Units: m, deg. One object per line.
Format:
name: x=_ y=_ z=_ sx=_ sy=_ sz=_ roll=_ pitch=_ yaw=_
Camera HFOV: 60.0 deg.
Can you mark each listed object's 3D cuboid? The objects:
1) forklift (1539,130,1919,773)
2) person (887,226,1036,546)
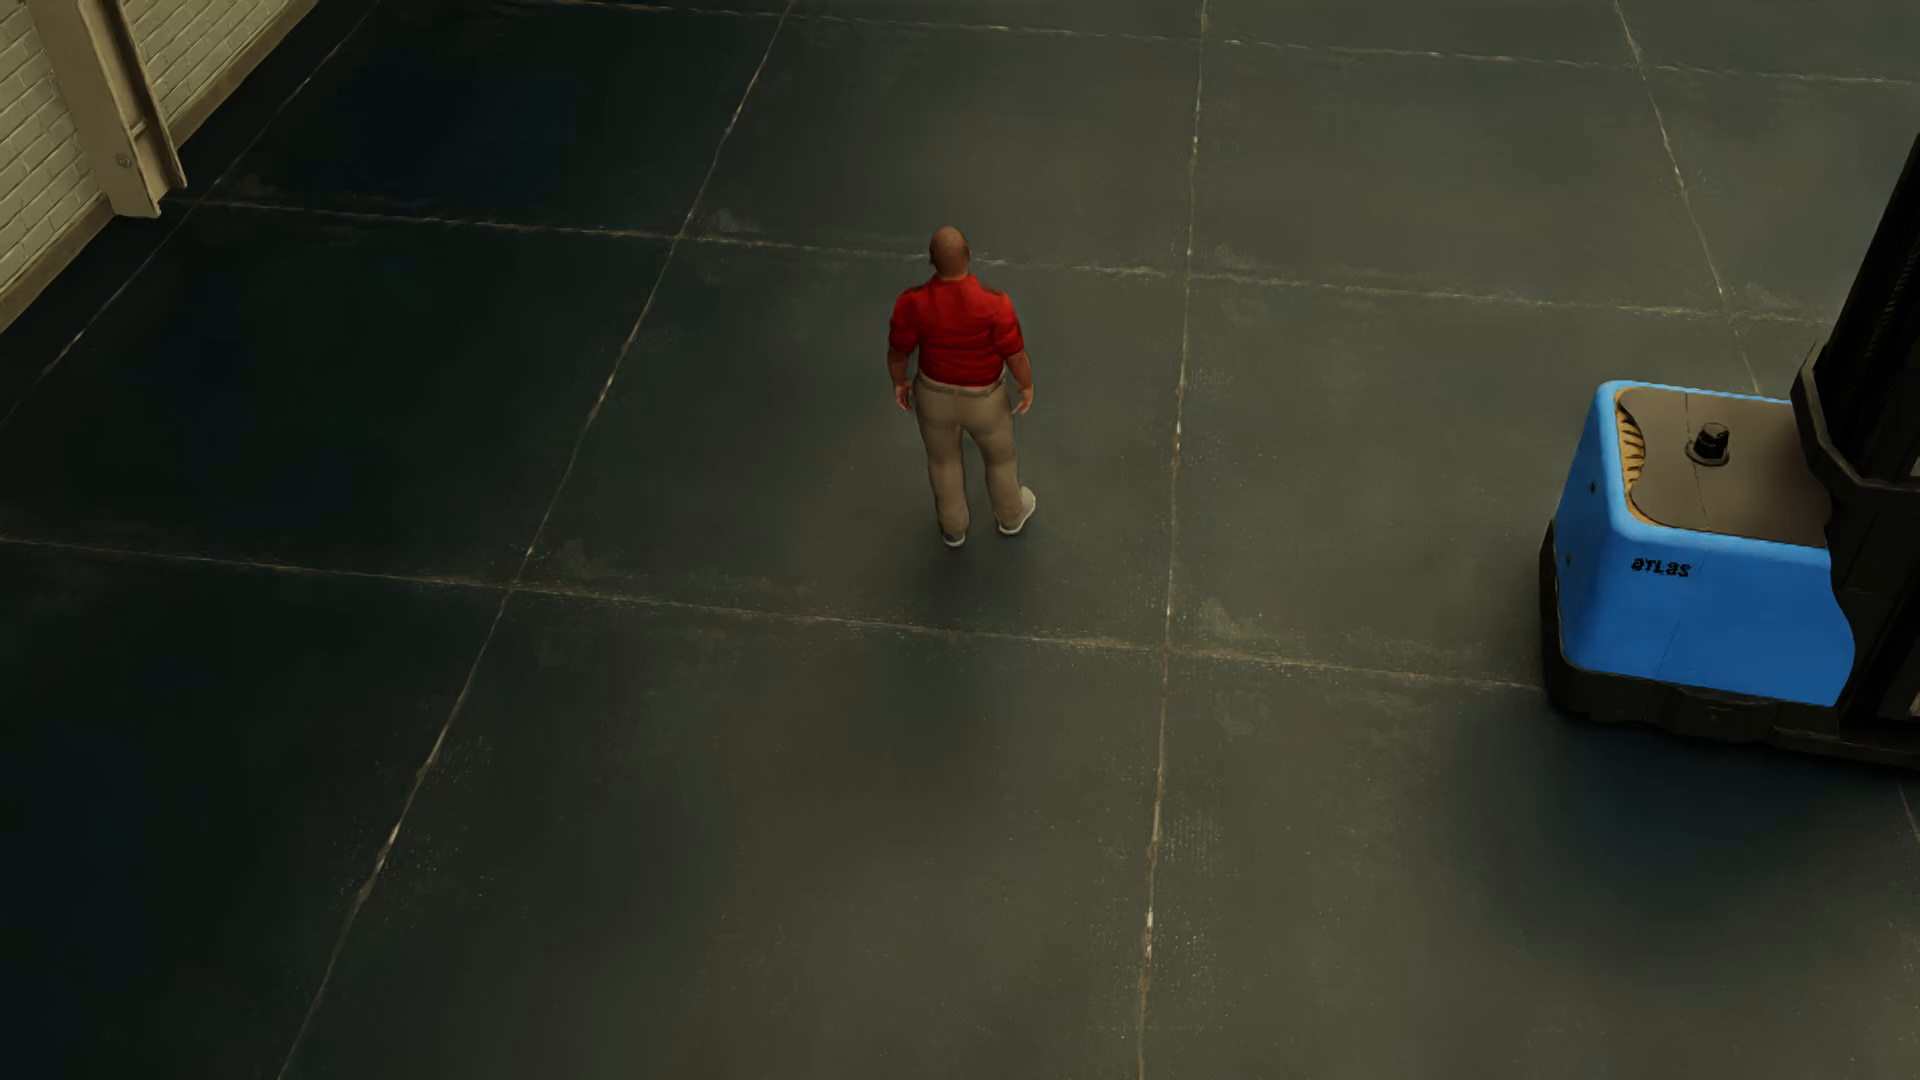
forklift: x=4.071 y=-0.451 z=6.215 sx=3.031 sy=2.935 sz=1.130 roll=8 pitch=43 yaw=9
person: x=0.024 y=-0.701 z=7.365 sx=0.640 sy=1.727 sz=0.550 roll=5 pitch=43 yaw=6
